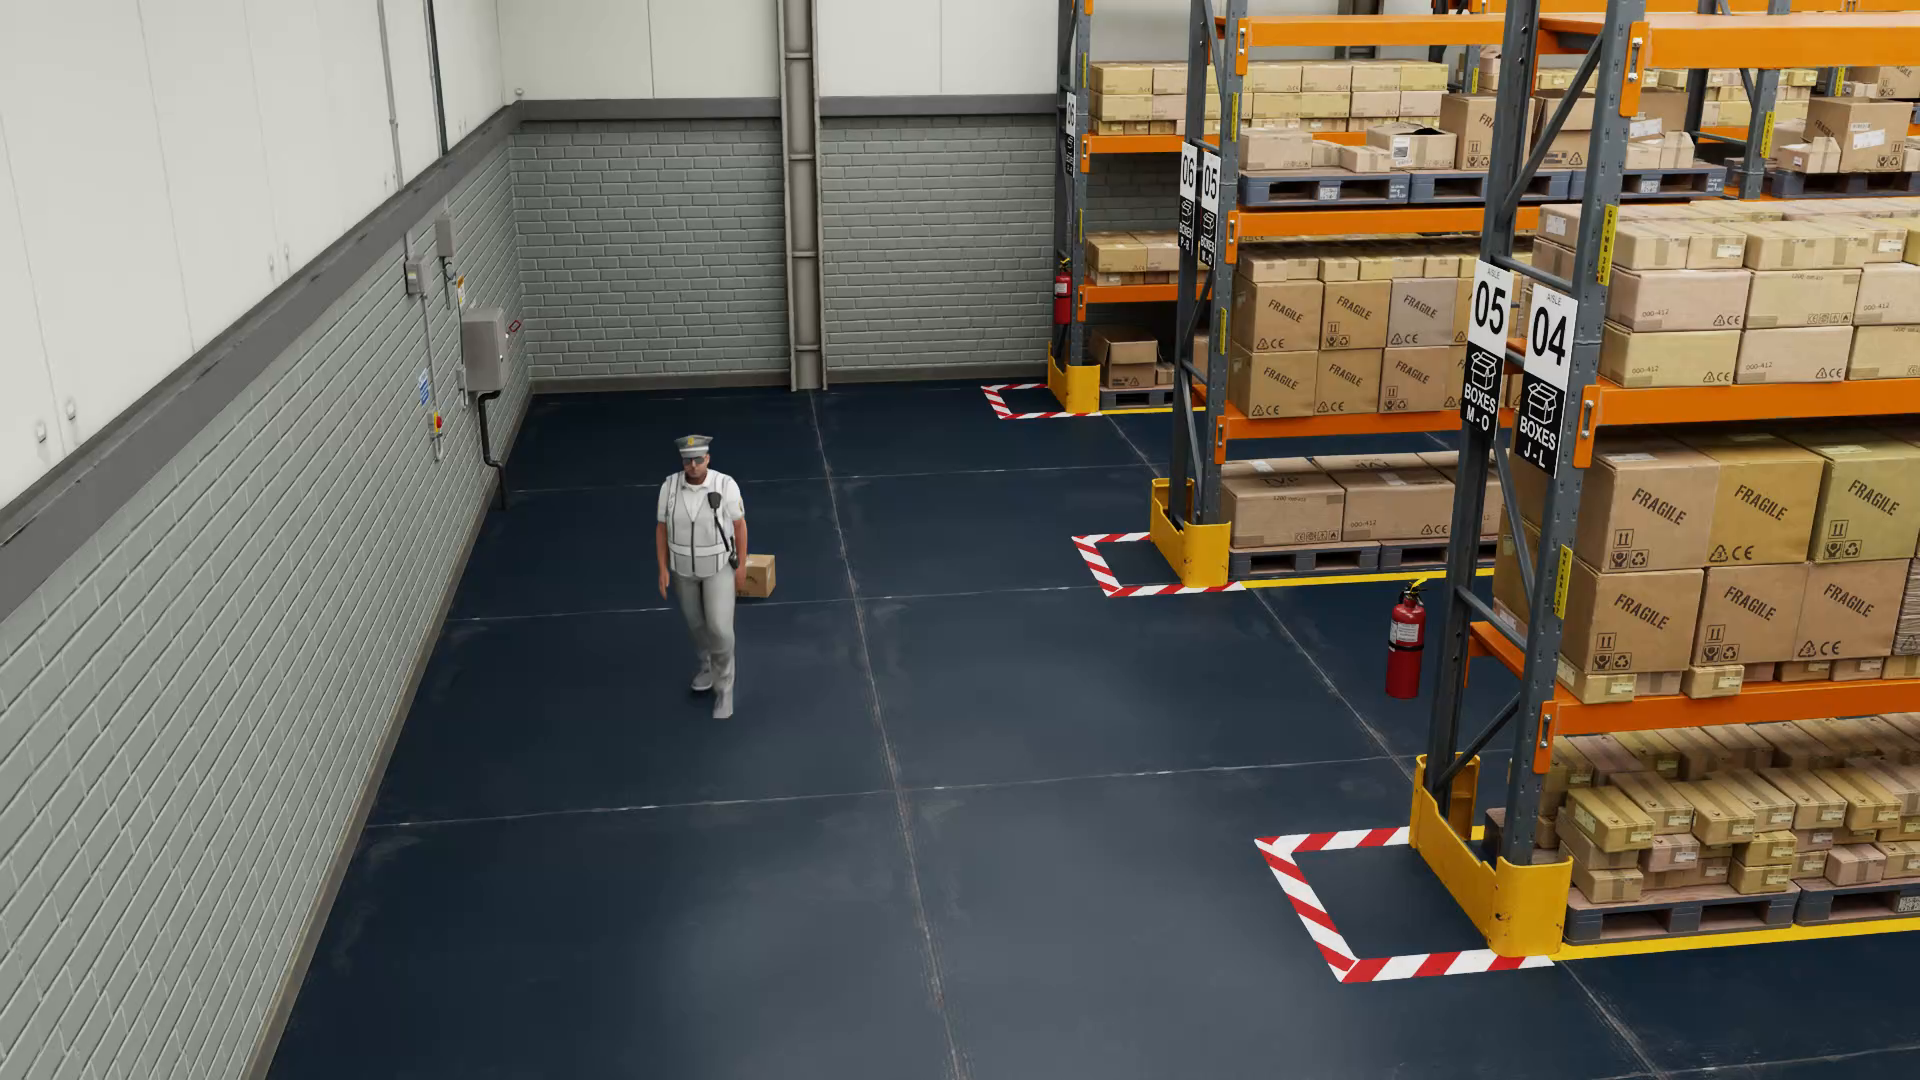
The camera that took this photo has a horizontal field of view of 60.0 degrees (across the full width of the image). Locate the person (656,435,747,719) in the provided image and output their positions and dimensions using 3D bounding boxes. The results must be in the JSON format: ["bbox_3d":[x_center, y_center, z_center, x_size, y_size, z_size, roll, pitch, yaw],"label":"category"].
[{"bbox_3d":[-1.635,0.212,10.507,0.548,1.841,0.628,3,20,7],"label":"person"}]
